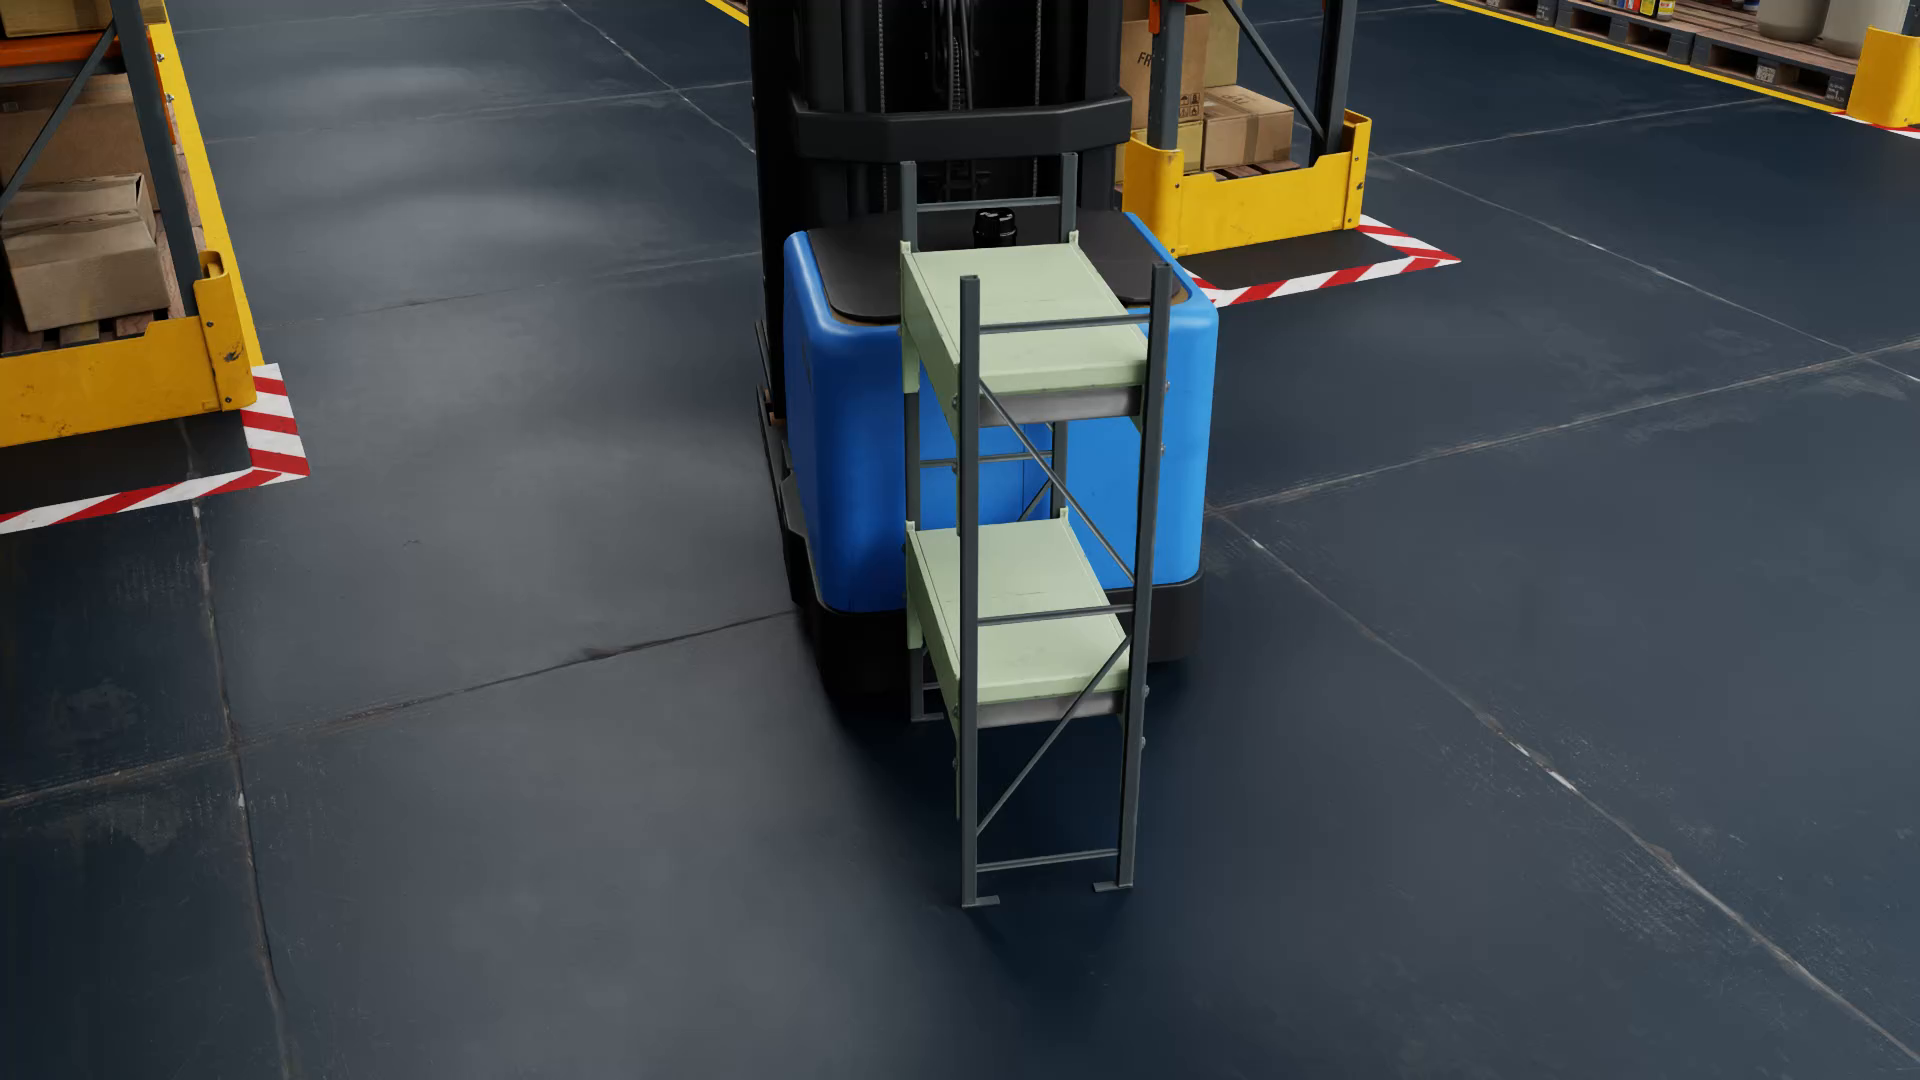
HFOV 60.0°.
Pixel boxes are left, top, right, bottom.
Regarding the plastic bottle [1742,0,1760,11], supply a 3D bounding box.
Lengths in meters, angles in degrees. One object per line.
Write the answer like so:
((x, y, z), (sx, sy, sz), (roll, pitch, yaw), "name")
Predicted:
((5.293, -3.673, 11.074), (0.097, 0.271, 0.097), (0, 29, 0), "plastic bottle")

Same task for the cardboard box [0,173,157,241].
((-3.618, -1.320, 6.837), (0.500, 0.311, 0.500), (-10, 31, -18), "cardboard box")

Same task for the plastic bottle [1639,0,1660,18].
((4.539, -3.579, 10.893), (0.061, 0.283, 0.133), (-12, 32, -21), "plastic bottle")

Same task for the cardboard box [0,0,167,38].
((-3.080, -1.950, 5.794), (0.500, 0.250, 0.500), (-14, 32, -23), "cardboard box")

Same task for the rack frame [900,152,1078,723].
((0.065, -0.194, 4.063), (0.400, 1.500, 0.023), (-5, 30, -9), "rack frame")

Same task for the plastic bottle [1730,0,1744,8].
((5.249, -3.688, 11.172), (0.097, 0.201, 0.097), (0, 29, 0), "plastic bottle")

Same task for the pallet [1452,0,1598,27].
((4.324, -4.050, 12.257), (1.003, 0.211, 1.213), (-13, 32, -22), "pallet")

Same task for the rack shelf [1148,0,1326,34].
((0.456, -3.336, 8.869), (1.077, 0.370, 4.000), (-13, 32, -22), "rack shelf")

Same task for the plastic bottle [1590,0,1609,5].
((4.388, -3.811, 11.239), (0.144, 0.351, 0.185), (-12, 31, -20), "plastic bottle")

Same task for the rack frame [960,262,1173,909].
((0.198, 0.158, 3.435), (0.400, 1.500, 0.023), (-5, 30, -9), "rack frame")

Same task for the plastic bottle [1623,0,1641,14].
((4.522, -3.645, 11.019), (0.152, 0.276, 0.135), (-13, 32, -22), "plastic bottle")

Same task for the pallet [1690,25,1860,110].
((5.371, -2.972, 10.335), (1.003, 0.211, 1.213), (-13, 32, -22), "pallet")

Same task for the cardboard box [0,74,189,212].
((-3.888, -1.737, 7.387), (0.700, 0.500, 0.500), (-15, 33, -25), "cardboard box")

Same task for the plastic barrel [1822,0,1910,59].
((5.438, -3.178, 9.964), (0.421, 0.512, 0.421), (0, 29, 0), "plastic barrel")

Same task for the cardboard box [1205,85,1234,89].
((1.067, -2.254, 8.585), (0.500, 0.250, 0.500), (-13, 32, -22), "cardboard box")

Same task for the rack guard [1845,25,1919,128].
((5.715, -2.738, 9.622), (1.175, 0.500, 0.348), (-13, 32, -22), "rack guard")

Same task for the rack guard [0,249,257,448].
((-3.190, -0.668, 5.930), (1.175, 0.500, 0.348), (-13, 32, -22), "rack guard")

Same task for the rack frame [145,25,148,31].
((-4.875, -3.492, 8.410), (1.000, 3.000, 0.127), (-13, 32, -22), "rack frame")

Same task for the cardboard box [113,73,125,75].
((-5.206, -2.915, 9.488), (0.700, 0.500, 0.500), (-12, 31, -20), "cardboard box")

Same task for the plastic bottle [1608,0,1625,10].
((4.463, -3.707, 11.128), (0.152, 0.276, 0.135), (-14, 32, -23), "plastic bottle")

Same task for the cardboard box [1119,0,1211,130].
((0.816, -2.252, 7.814), (0.500, 0.500, 0.500), (-13, 32, -22), "cardboard box")

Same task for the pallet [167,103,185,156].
((-4.555, -1.986, 8.576), (1.003, 0.211, 1.213), (-13, 32, -22), "pallet")

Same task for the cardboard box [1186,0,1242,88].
((1.069, -2.582, 8.402), (0.500, 0.500, 0.500), (-13, 32, -22), "cardboard box")

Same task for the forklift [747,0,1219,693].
((-0.113, -1.578, 5.067), (1.130, 2.935, 3.031), (-5, 30, -9), "forklift")

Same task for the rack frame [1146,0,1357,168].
((1.315, -2.767, 7.117), (1.000, 3.000, 0.127), (-13, 32, -22), "rack frame")

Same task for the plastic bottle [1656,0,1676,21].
((4.606, -3.496, 10.828), (0.097, 0.201, 0.097), (0, 29, 0), "plastic bottle")

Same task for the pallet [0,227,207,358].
((-3.507, -0.908, 6.654), (1.003, 0.211, 1.213), (-13, 32, -22), "pallet")

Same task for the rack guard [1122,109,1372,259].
((1.325, -1.666, 7.710), (1.175, 0.500, 0.348), (-13, 32, -22), "rack guard")

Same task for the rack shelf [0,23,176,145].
((-4.016, -2.295, 7.011), (1.077, 0.370, 4.000), (-13, 32, -22), "rack shelf")

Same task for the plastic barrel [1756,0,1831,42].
((5.223, -3.399, 10.359), (0.421, 0.512, 0.421), (0, 29, 0), "plastic barrel")

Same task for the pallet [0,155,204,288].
((-4.027, -1.447, 7.614), (1.003, 0.211, 1.213), (-13, 32, -22), "pallet")

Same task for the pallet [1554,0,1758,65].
((4.851, -3.511, 11.295), (1.003, 0.211, 1.213), (-13, 32, -22), "pallet")

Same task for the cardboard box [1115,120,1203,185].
((0.818, -1.925, 7.999), (0.500, 0.250, 0.500), (-13, 32, -22), "cardboard box")

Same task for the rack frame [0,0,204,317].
((-3.158, -1.725, 5.259), (1.000, 3.000, 0.127), (-13, 32, -22), "rack frame")

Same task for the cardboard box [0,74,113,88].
((-4.393, -2.143, 8.111), (0.500, 0.500, 0.500), (-16, 33, -26), "cardboard box")

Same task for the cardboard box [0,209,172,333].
((-3.373, -1.069, 6.388), (0.500, 0.311, 0.500), (-17, 33, -28), "cardboard box")

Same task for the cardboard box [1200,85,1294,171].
((1.285, -2.034, 8.193), (0.500, 0.250, 0.500), (-13, 32, -22), "cardboard box")

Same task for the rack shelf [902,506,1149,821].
((0.131, 0.266, 3.909), (0.431, 0.370, 0.720), (-5, 30, -9), "rack shelf")

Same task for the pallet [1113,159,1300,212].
((0.949, -1.879, 8.386), (1.003, 0.211, 1.213), (-13, 32, -22), "pallet")

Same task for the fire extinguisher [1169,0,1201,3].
((0.946, -2.583, 6.869), (0.296, 0.674, 0.183), (-13, 32, -22), "fire extinguisher")

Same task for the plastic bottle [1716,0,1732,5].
((5.212, -3.782, 11.256), (0.061, 0.283, 0.133), (-13, 32, -21), "plastic bottle")

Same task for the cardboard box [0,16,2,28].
((-3.533, -1.834, 5.587), (0.500, 0.250, 0.500), (-13, 32, -21), "cardboard box")

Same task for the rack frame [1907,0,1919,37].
((5.790, -3.805, 8.969), (1.000, 3.000, 0.127), (-13, 32, -22), "rack frame")

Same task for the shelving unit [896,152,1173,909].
((0.131, -0.018, 3.749), (0.431, 1.500, 0.755), (-5, 30, -9), "shelving unit")

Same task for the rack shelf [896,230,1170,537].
((0.131, -0.359, 3.558), (0.431, 0.370, 0.720), (-5, 30, -9), "rack shelf")

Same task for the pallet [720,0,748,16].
((-1.282, -4.174, 12.478), (1.003, 0.211, 1.213), (-13, 32, -22), "pallet")
